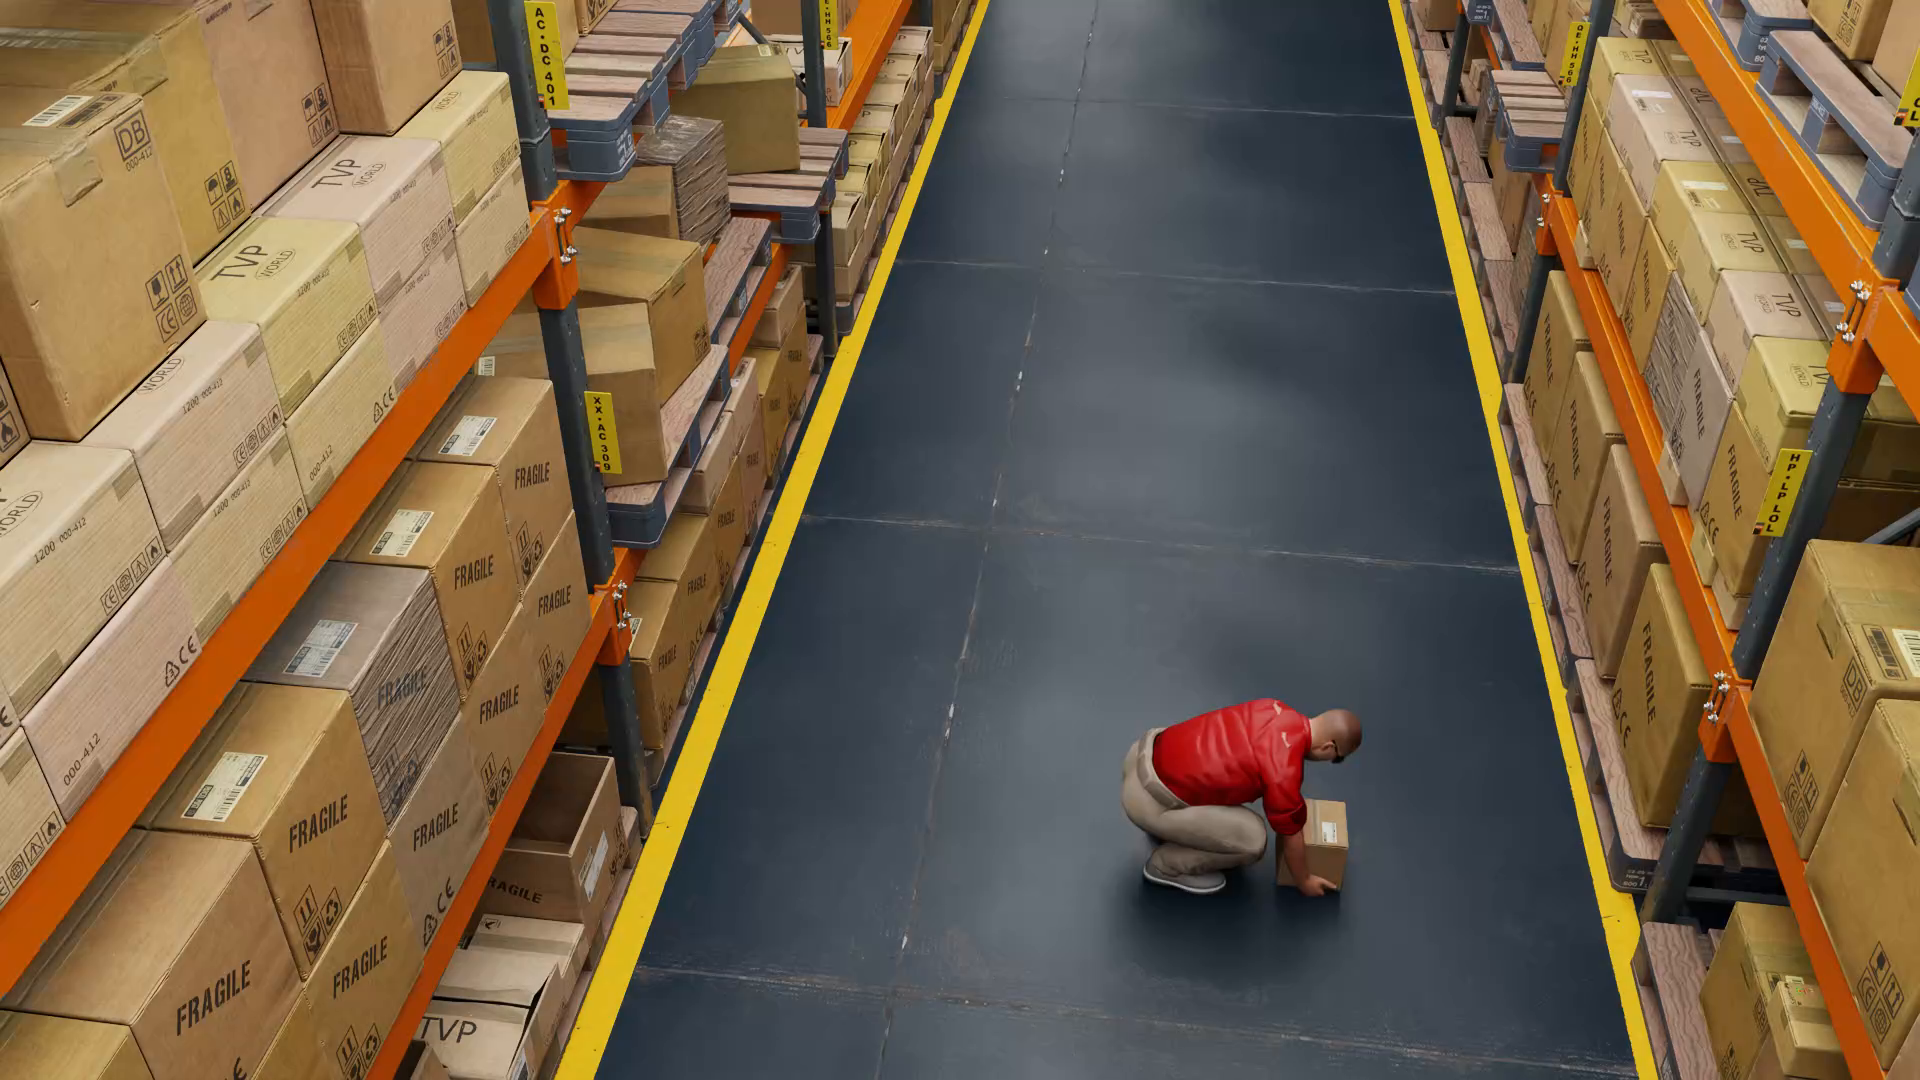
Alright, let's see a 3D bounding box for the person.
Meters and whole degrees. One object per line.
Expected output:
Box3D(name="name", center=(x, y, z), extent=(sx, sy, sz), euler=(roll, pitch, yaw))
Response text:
Box3D(name="person", center=(1.083, 1.007, 6.546), extent=(0.902, 0.849, 0.541), euler=(4, 36, 5))
